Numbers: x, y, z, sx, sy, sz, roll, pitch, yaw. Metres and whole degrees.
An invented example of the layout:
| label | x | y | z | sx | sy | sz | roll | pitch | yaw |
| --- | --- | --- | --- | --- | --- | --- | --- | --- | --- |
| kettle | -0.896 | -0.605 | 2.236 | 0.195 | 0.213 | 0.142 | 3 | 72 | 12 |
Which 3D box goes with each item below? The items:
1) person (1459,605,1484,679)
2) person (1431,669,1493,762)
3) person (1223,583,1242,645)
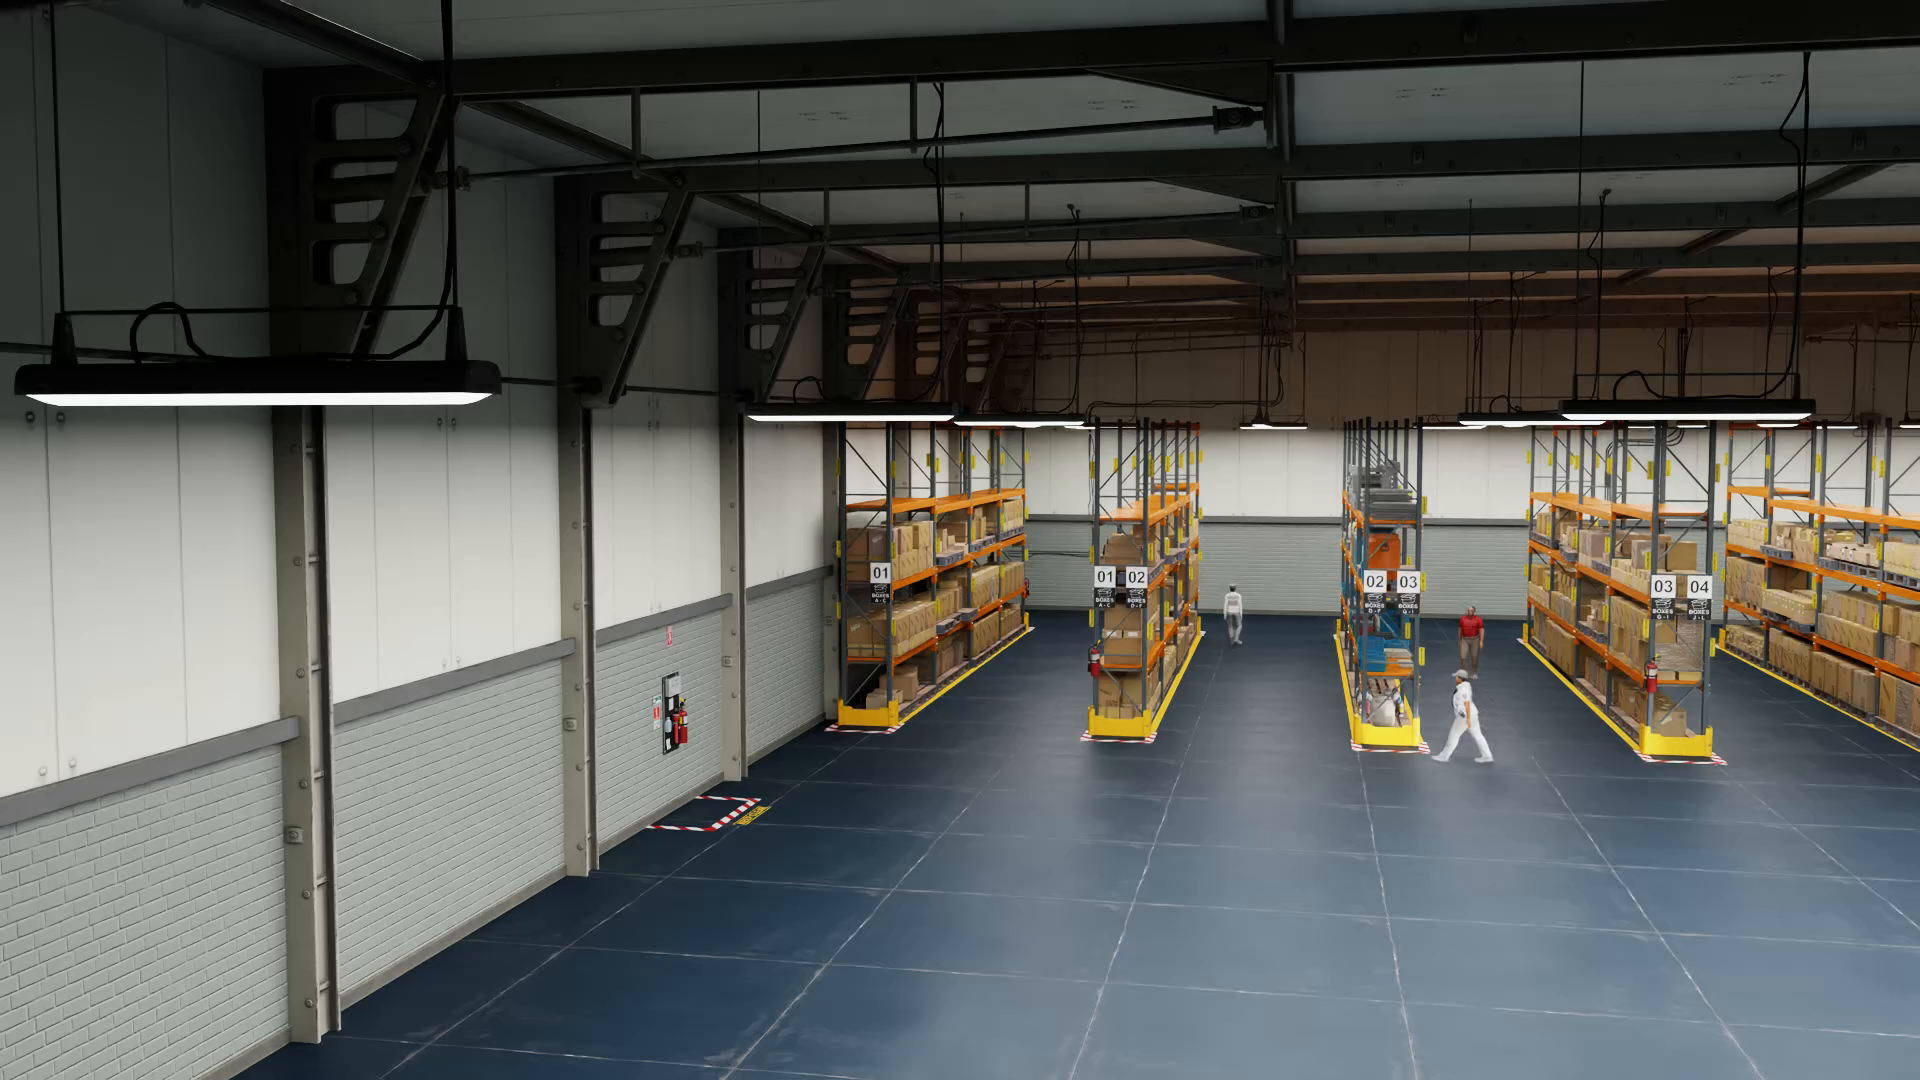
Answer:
| label | x | y | z | sx | sy | sz | roll | pitch | yaw |
| --- | --- | --- | --- | --- | --- | --- | --- | --- | --- |
| person | 11.779 | 2.399 | 38.332 | 0.591 | 1.797 | 0.537 | 2 | 4 | 27 |
| person | 8.702 | 3.035 | 28.769 | 1.013 | 1.585 | 0.526 | 2 | 4 | 26 |
| person | 7.333 | 1.996 | 44.684 | 0.511 | 1.673 | 0.499 | 1 | 4 | 12 |
